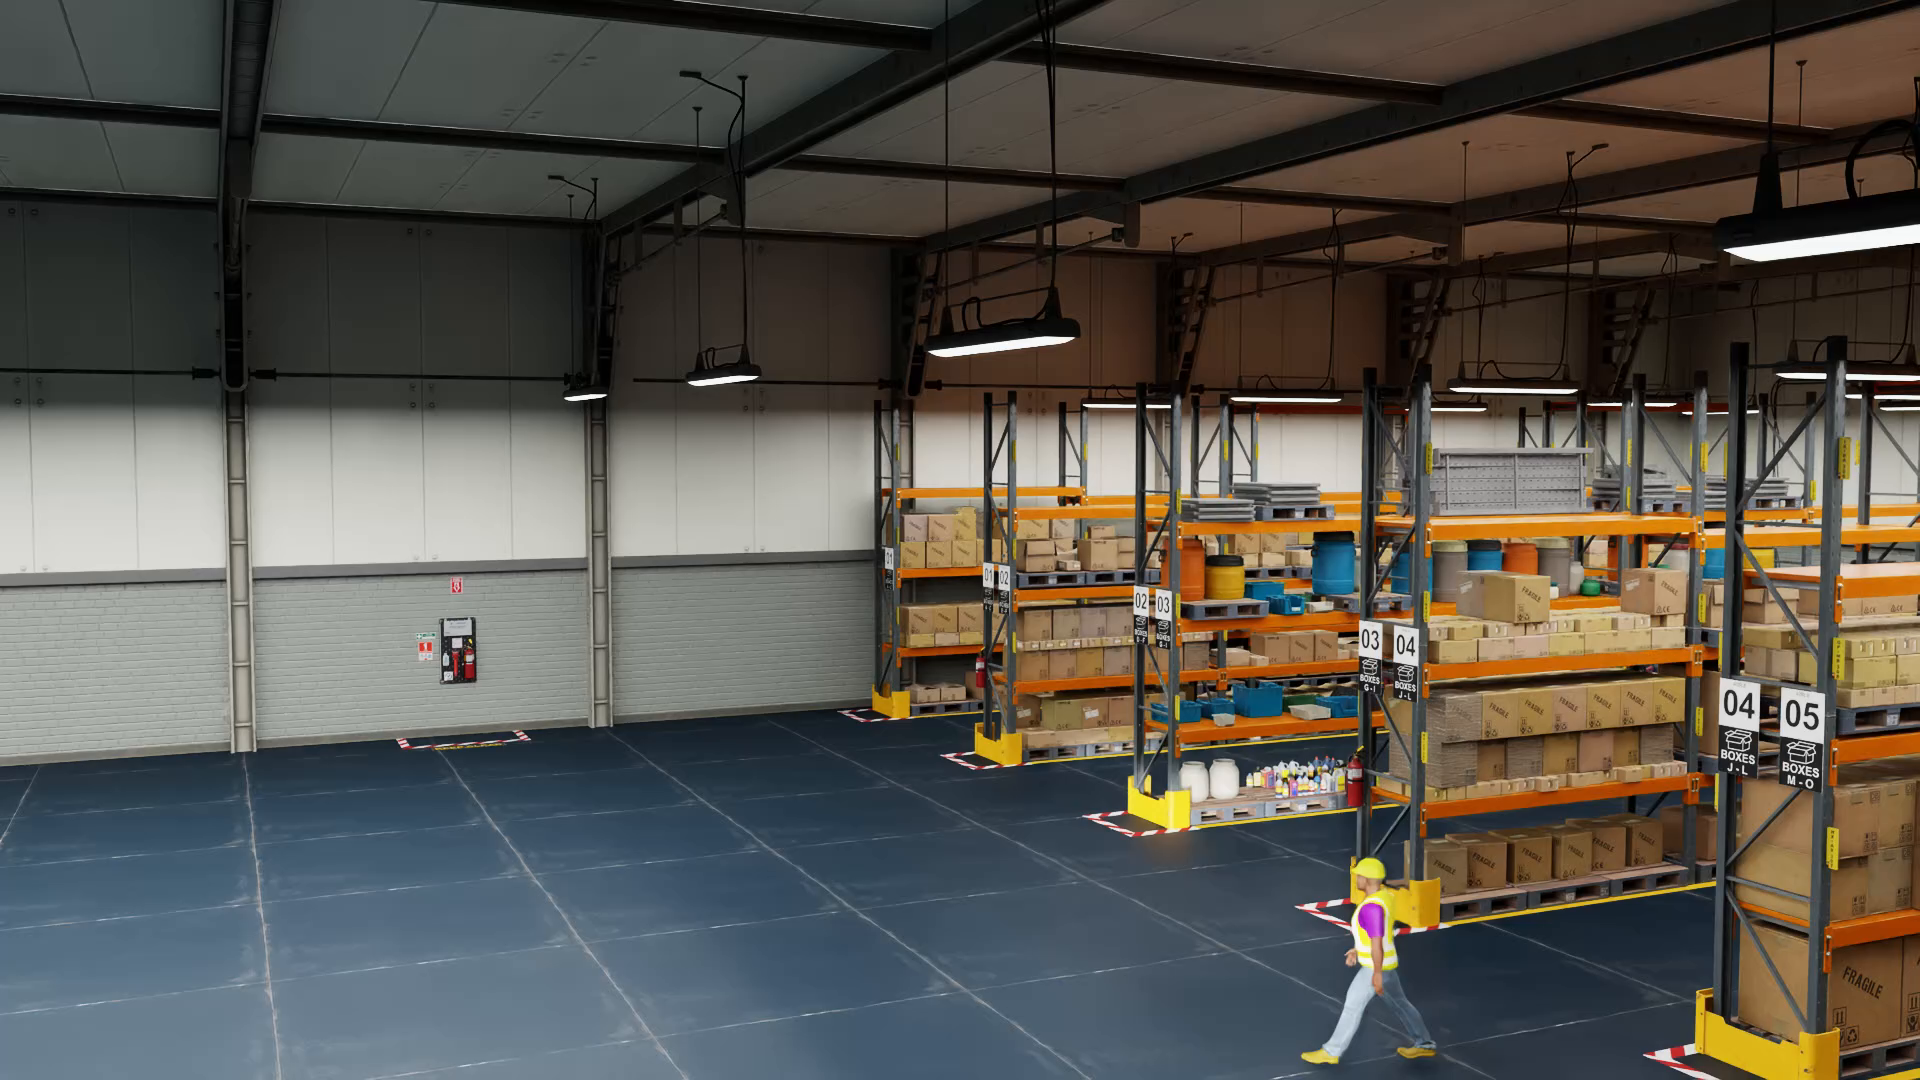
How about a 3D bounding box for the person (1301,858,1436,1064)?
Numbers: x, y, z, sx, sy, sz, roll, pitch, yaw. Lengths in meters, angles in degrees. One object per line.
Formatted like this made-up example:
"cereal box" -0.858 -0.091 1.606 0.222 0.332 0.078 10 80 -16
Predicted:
"person" 3.398 3.480 13.792 1.101 1.698 0.658 1 3 10
